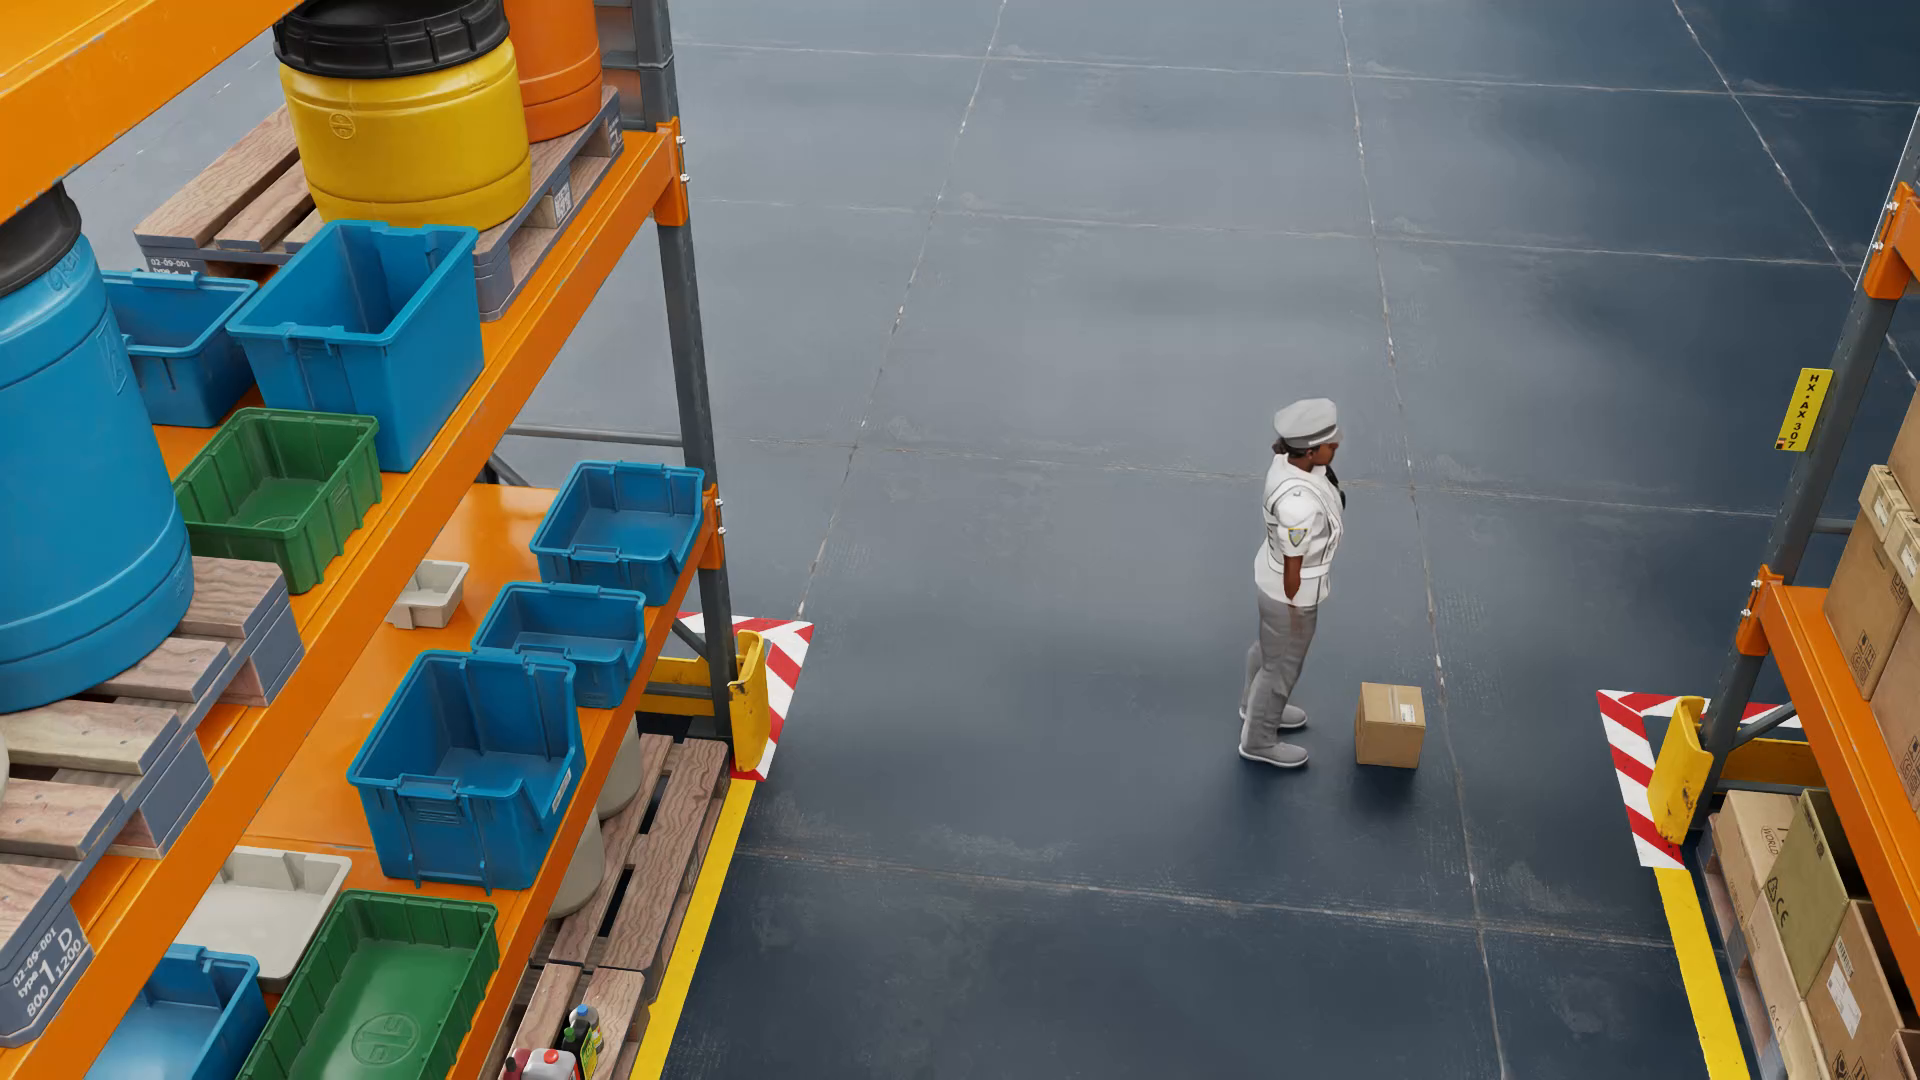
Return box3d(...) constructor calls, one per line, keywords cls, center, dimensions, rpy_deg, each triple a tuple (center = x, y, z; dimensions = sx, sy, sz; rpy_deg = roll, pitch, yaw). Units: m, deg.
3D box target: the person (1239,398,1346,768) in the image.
box3d(cls="person", center=(1.361, 0.174, 6.784), dimensions=(0.337, 1.686, 0.443), rpy_deg=(5, 37, 7))
